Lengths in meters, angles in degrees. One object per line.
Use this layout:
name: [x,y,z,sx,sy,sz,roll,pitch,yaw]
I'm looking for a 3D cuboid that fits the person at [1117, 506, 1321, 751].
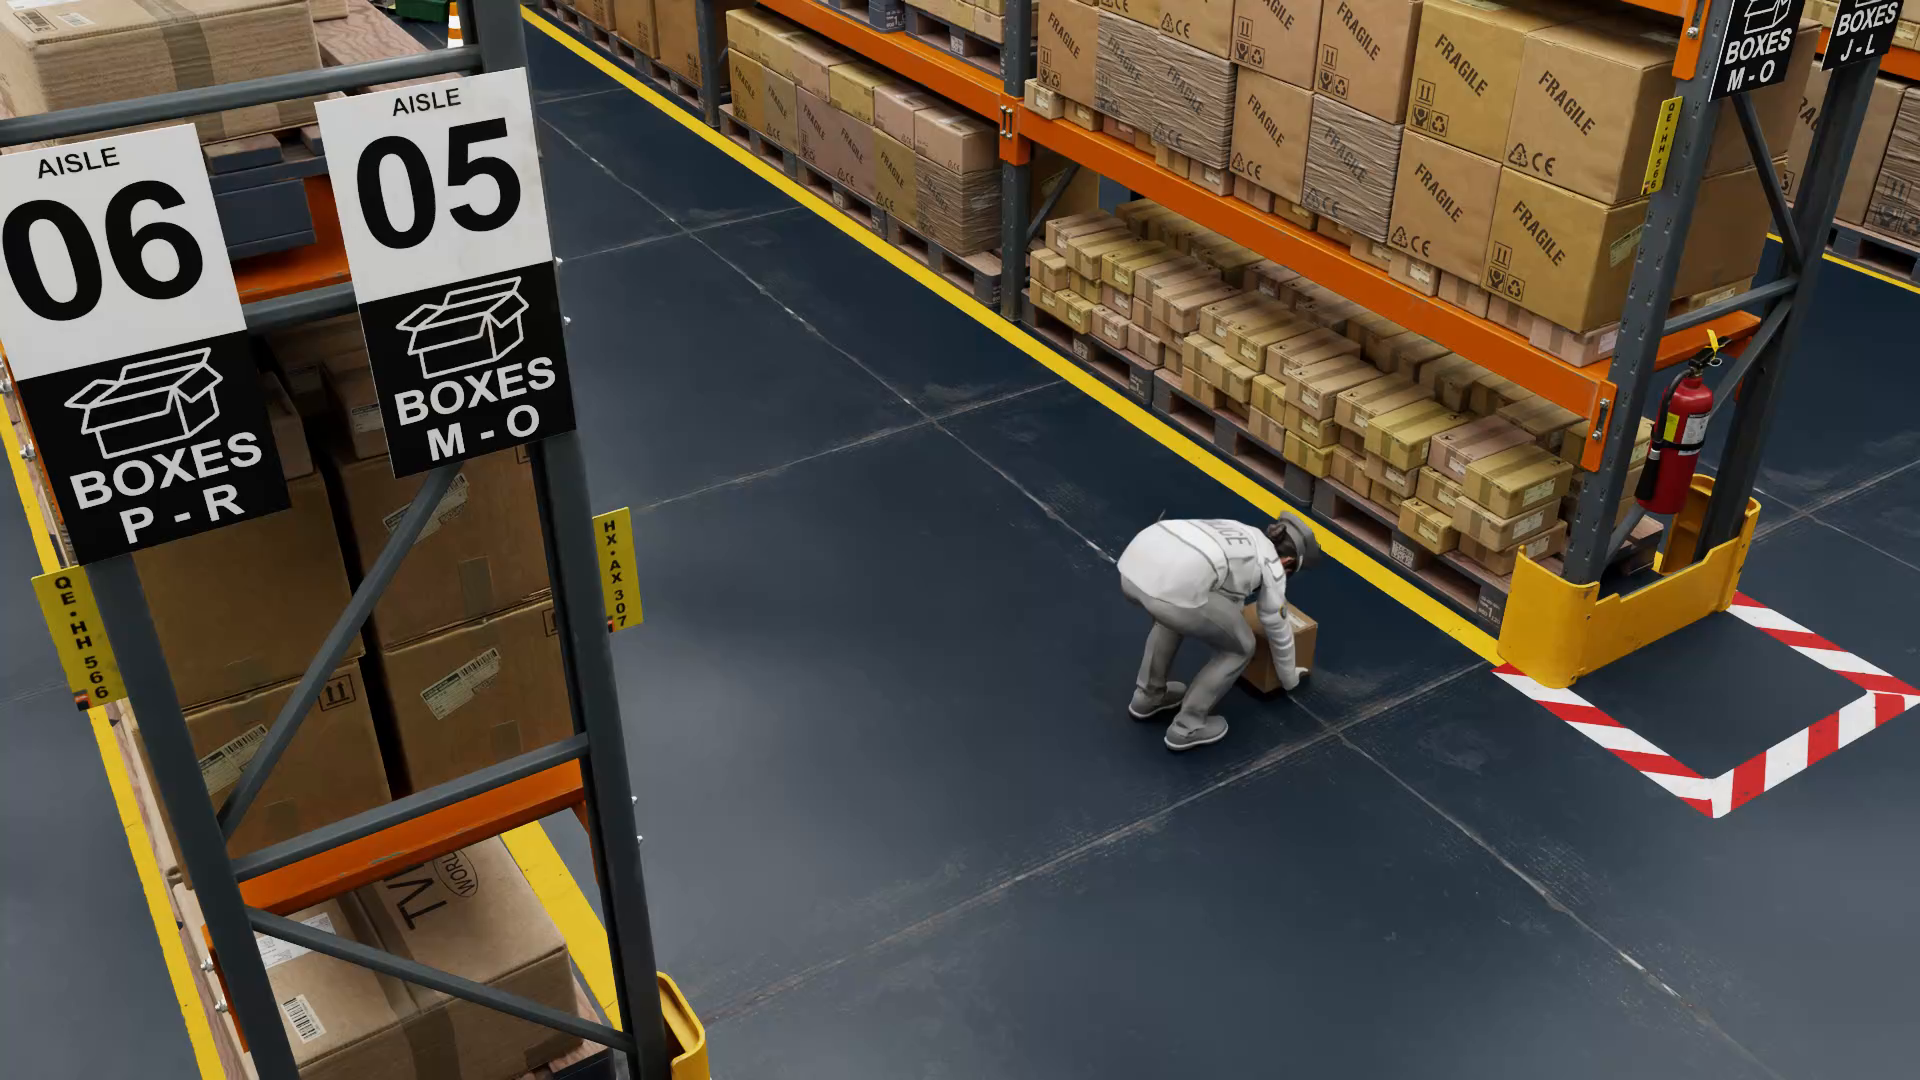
person: [0.987,0.284,6.386,0.882,0.919,0.456,-21,38,-29]
